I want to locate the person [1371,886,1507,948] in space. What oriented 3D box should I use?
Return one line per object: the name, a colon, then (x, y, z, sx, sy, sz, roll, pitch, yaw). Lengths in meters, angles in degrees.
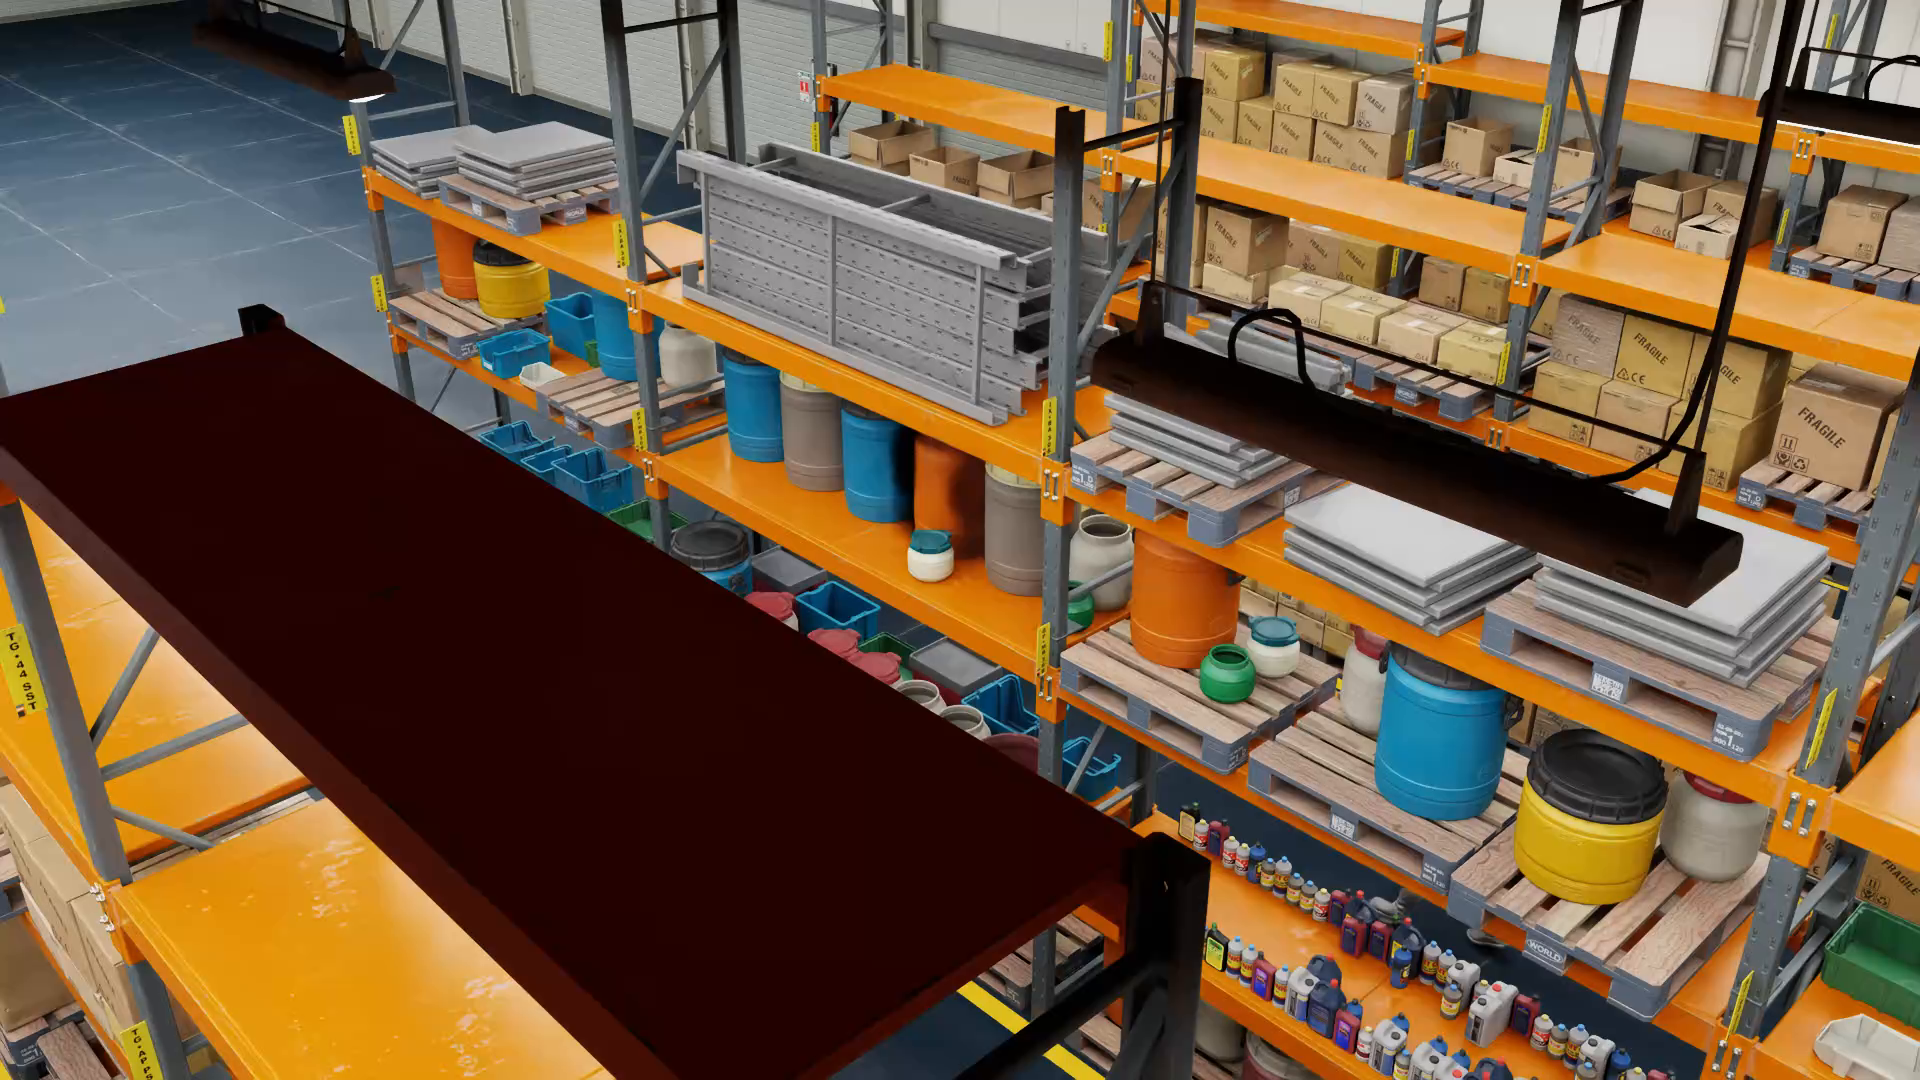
person: (3.354, 2.029, 11.327, 0.953, 1.649, 0.485, 22, 35, 35)
